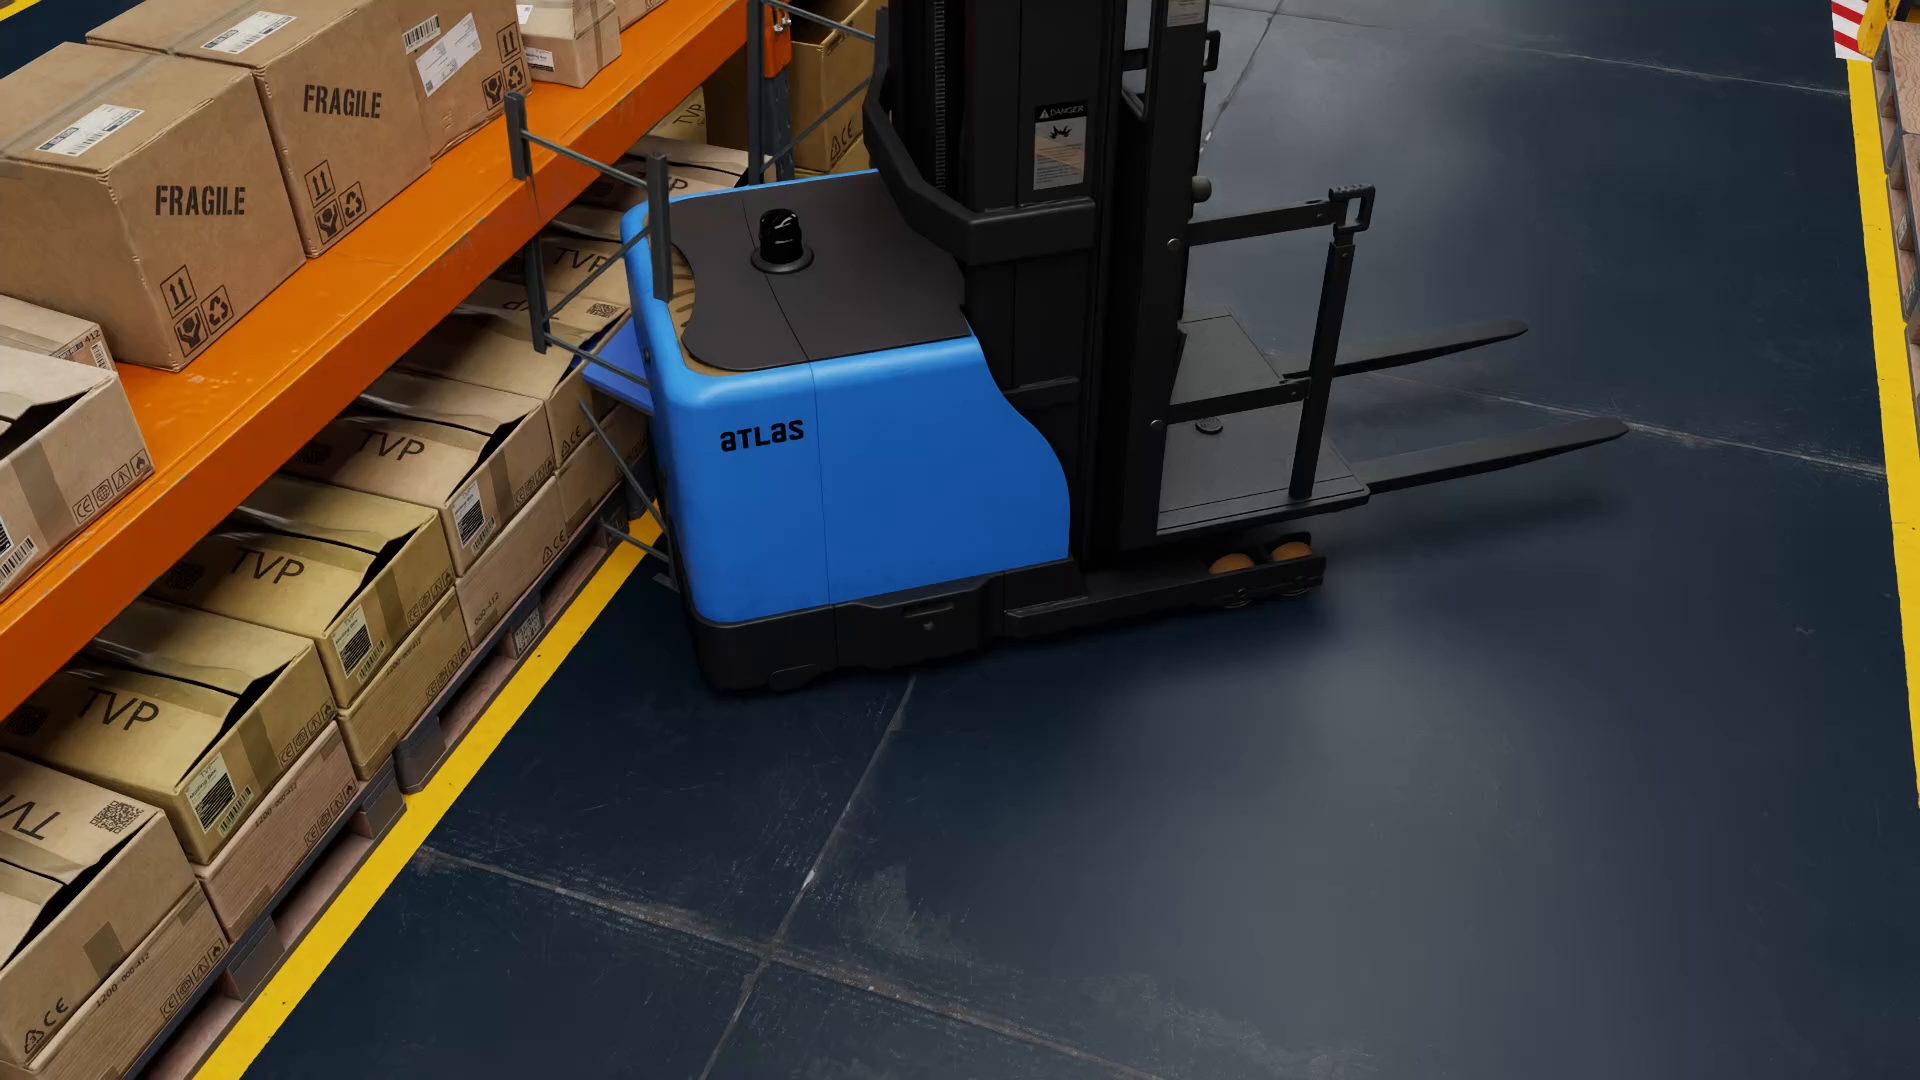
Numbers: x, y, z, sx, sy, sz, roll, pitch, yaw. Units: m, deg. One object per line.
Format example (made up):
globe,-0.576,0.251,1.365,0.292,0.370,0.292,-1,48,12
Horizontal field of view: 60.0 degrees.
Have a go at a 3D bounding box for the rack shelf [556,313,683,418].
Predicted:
rack shelf,-0.743,-0.640,5.092,0.538,0.185,1.000,26,46,19

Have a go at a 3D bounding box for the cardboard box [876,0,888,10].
cardboard box,-0.467,-2.051,6.561,0.500,0.500,0.500,13,42,15

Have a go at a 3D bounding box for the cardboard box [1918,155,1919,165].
cardboard box,4.127,-1.505,6.290,0.700,0.500,0.500,11,42,12

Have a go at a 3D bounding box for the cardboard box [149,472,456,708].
cardboard box,-1.648,0.093,4.193,0.500,0.311,0.500,12,42,14

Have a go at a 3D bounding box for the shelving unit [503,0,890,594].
shelving unit,-0.729,-0.770,4.969,0.538,1.500,1.048,26,46,19

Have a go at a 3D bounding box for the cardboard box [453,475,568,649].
cardboard box,-1.477,0.002,4.732,0.500,0.250,0.500,14,42,16

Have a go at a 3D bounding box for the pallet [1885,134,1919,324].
pallet,4.185,-1.138,6.422,1.003,0.211,1.213,13,42,15

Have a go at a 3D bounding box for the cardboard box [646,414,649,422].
cardboard box,-1.128,-0.621,5.461,0.500,0.250,0.500,13,42,14

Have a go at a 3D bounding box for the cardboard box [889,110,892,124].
cardboard box,-0.464,-1.765,6.803,0.500,0.250,0.500,13,42,15

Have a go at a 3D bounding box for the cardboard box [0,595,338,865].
cardboard box,-1.825,0.404,3.829,0.500,0.311,0.500,12,42,14

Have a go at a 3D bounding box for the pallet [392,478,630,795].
pallet,-1.714,0.133,4.931,1.003,0.211,1.213,13,42,15

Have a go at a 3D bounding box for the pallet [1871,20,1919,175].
pallet,4.604,-1.880,7.291,1.003,0.211,1.213,13,42,15

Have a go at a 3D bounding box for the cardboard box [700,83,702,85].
cardboard box,-0.948,-2.165,6.694,0.500,0.500,0.500,13,42,15

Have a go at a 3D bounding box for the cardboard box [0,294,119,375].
cardboard box,-2.068,-0.387,3.587,0.380,0.149,0.250,16,43,18

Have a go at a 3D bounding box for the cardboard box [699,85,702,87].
cardboard box,-0.950,-1.880,6.938,0.500,0.250,0.500,13,42,15

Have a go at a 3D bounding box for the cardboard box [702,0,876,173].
cardboard box,-0.631,-1.745,6.201,0.500,0.500,0.500,13,42,15

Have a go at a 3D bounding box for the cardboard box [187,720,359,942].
cardboard box,-1.825,0.633,3.992,0.500,0.250,0.500,12,42,14

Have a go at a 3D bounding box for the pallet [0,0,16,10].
pallet,-5.468,-2.574,8.104,1.003,0.211,1.213,13,42,15

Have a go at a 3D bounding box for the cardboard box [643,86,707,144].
cardboard box,-1.130,-1.577,6.583,0.500,0.250,0.500,13,42,15

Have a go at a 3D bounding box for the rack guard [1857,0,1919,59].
rack guard,4.915,-2.478,7.769,1.175,0.500,0.348,13,42,15

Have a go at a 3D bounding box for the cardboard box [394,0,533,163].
cardboard box,-1.542,-1.384,4.484,0.500,0.500,0.500,16,43,18

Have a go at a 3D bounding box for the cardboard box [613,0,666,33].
cardboard box,-1.211,-1.765,5.124,0.500,0.250,0.500,16,43,18

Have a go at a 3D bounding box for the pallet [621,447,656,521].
pallet,-1.299,-0.613,5.806,1.003,0.211,1.213,13,42,15

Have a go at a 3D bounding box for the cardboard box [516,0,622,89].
cardboard box,-1.212,-1.504,4.805,0.396,0.266,0.258,12,42,14

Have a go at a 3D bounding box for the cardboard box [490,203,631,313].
cardboard box,-1.125,-0.830,5.275,0.500,0.311,0.500,14,43,16

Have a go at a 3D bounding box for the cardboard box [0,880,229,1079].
cardboard box,-1.996,0.939,3.633,0.500,0.250,0.500,13,42,15

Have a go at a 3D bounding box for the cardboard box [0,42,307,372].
cardboard box,-1.893,-0.758,3.750,0.500,0.500,0.500,11,42,13

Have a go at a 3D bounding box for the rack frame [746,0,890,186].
rack frame,-0.464,-1.052,5.299,0.500,1.500,0.032,26,46,19

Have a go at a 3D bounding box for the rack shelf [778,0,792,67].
rack shelf,-0.400,-3.078,7.101,1.077,0.370,4.000,13,42,15

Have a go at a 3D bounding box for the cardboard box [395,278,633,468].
cardboard box,-1.298,-0.526,4.919,0.500,0.311,0.500,13,42,15

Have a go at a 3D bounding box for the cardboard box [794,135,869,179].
cardboard box,-0.640,-1.462,6.447,0.500,0.250,0.500,13,42,15

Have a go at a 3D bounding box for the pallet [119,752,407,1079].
pallet,-2.133,0.875,4.062,1.003,0.211,1.213,13,42,15

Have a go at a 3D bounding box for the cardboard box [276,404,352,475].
cardboard box,-1.983,-0.325,4.682,0.500,0.311,0.500,14,43,16

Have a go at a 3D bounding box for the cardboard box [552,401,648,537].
cardboard box,-1.302,-0.309,5.095,0.500,0.250,0.500,14,42,16

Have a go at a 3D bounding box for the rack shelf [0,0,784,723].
rack shelf,-1.767,-0.639,4.242,1.077,0.370,4.000,13,42,15

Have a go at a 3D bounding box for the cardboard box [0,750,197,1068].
cardboard box,-1.996,0.726,3.451,0.500,0.311,0.500,15,43,17

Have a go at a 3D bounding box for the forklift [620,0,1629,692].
forklift,0.597,-1.229,4.432,3.031,2.935,1.130,-11,42,-12

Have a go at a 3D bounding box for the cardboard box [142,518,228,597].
cardboard box,-2.157,-0.020,4.325,0.500,0.311,0.500,13,42,15

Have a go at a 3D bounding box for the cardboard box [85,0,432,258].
cardboard box,-1.713,-1.079,4.126,0.500,0.500,0.500,13,42,15

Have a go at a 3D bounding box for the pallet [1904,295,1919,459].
pallet,3.769,-0.392,5.547,1.003,0.211,1.213,13,42,15

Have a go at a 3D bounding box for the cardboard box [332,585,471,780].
cardboard box,-1.653,0.314,4.366,0.500,0.250,0.500,12,42,14

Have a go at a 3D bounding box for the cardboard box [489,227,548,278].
cardboard box,-1.635,-0.958,5.425,0.500,0.311,0.500,13,42,15

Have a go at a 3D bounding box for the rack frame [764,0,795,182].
rack frame,-1.084,-2.132,5.438,1.000,3.000,0.127,13,42,15

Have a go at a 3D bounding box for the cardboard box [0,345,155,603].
cardboard box,-1.964,-0.161,3.197,0.500,0.311,0.500,13,42,15

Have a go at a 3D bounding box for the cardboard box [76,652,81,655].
cardboard box,-2.332,0.288,3.965,0.500,0.311,0.500,13,42,14

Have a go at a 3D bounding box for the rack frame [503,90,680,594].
rack frame,-0.993,-0.488,4.639,0.500,1.500,0.032,26,46,19

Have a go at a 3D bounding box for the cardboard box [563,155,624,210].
cardboard box,-1.459,-1.263,5.782,0.500,0.311,0.500,13,42,15

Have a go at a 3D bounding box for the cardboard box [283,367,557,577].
cardboard box,-1.473,-0.220,4.560,0.500,0.311,0.500,13,42,15

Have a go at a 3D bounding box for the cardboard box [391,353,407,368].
cardboard box,-1.811,-0.643,5.055,0.500,0.311,0.500,12,42,14

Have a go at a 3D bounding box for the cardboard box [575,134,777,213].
cardboard box,-0.953,-1.149,5.648,0.500,0.311,0.500,13,42,15

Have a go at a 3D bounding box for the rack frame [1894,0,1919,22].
rack frame,4.941,-3.475,7.012,1.000,3.000,0.127,13,42,15
